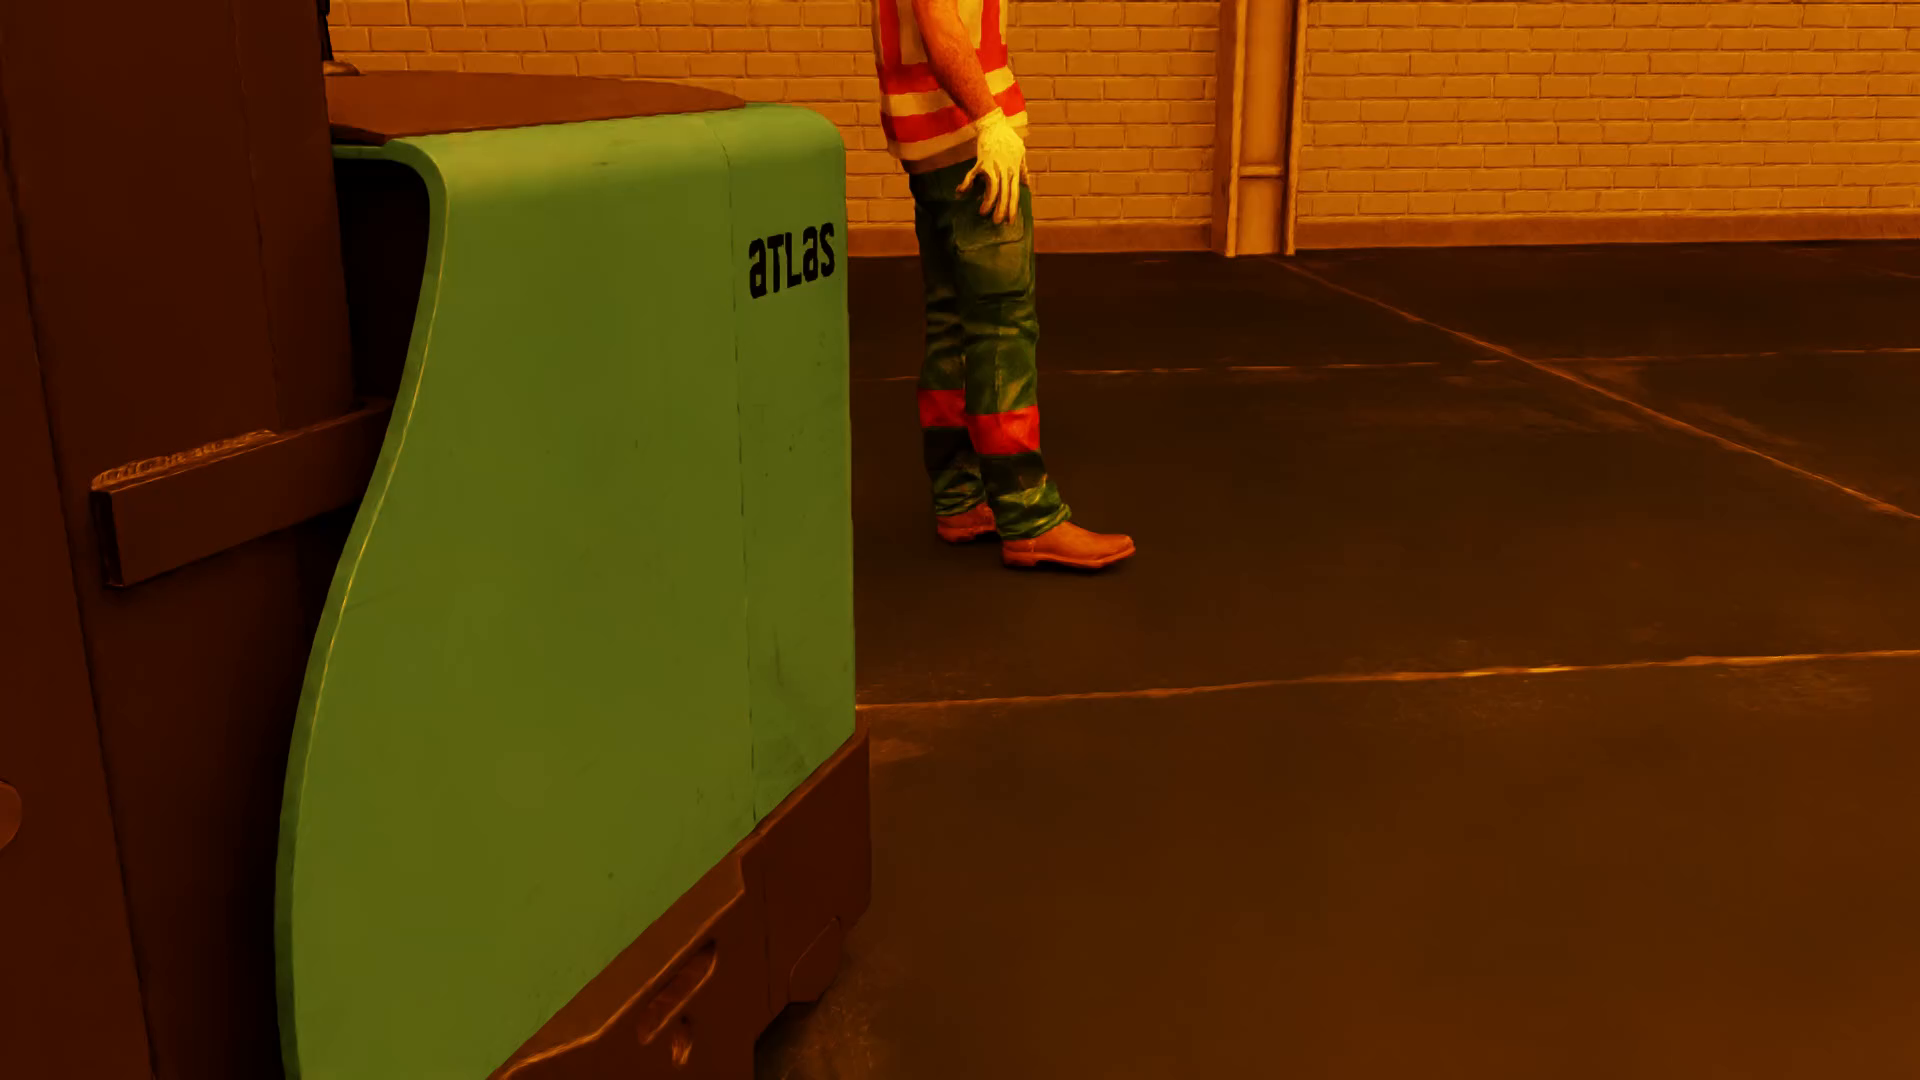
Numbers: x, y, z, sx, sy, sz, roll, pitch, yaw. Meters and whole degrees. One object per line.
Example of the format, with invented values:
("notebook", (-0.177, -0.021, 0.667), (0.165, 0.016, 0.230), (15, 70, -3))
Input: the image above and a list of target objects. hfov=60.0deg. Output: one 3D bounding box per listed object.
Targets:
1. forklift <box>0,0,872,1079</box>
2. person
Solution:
("forklift", (-1.101, -0.528, 0.640), (1.130, 2.935, 3.031), (6, 18, 19))
("person", (0.081, -0.863, 3.706), (0.563, 1.787, 0.637), (-2, 17, -8))
